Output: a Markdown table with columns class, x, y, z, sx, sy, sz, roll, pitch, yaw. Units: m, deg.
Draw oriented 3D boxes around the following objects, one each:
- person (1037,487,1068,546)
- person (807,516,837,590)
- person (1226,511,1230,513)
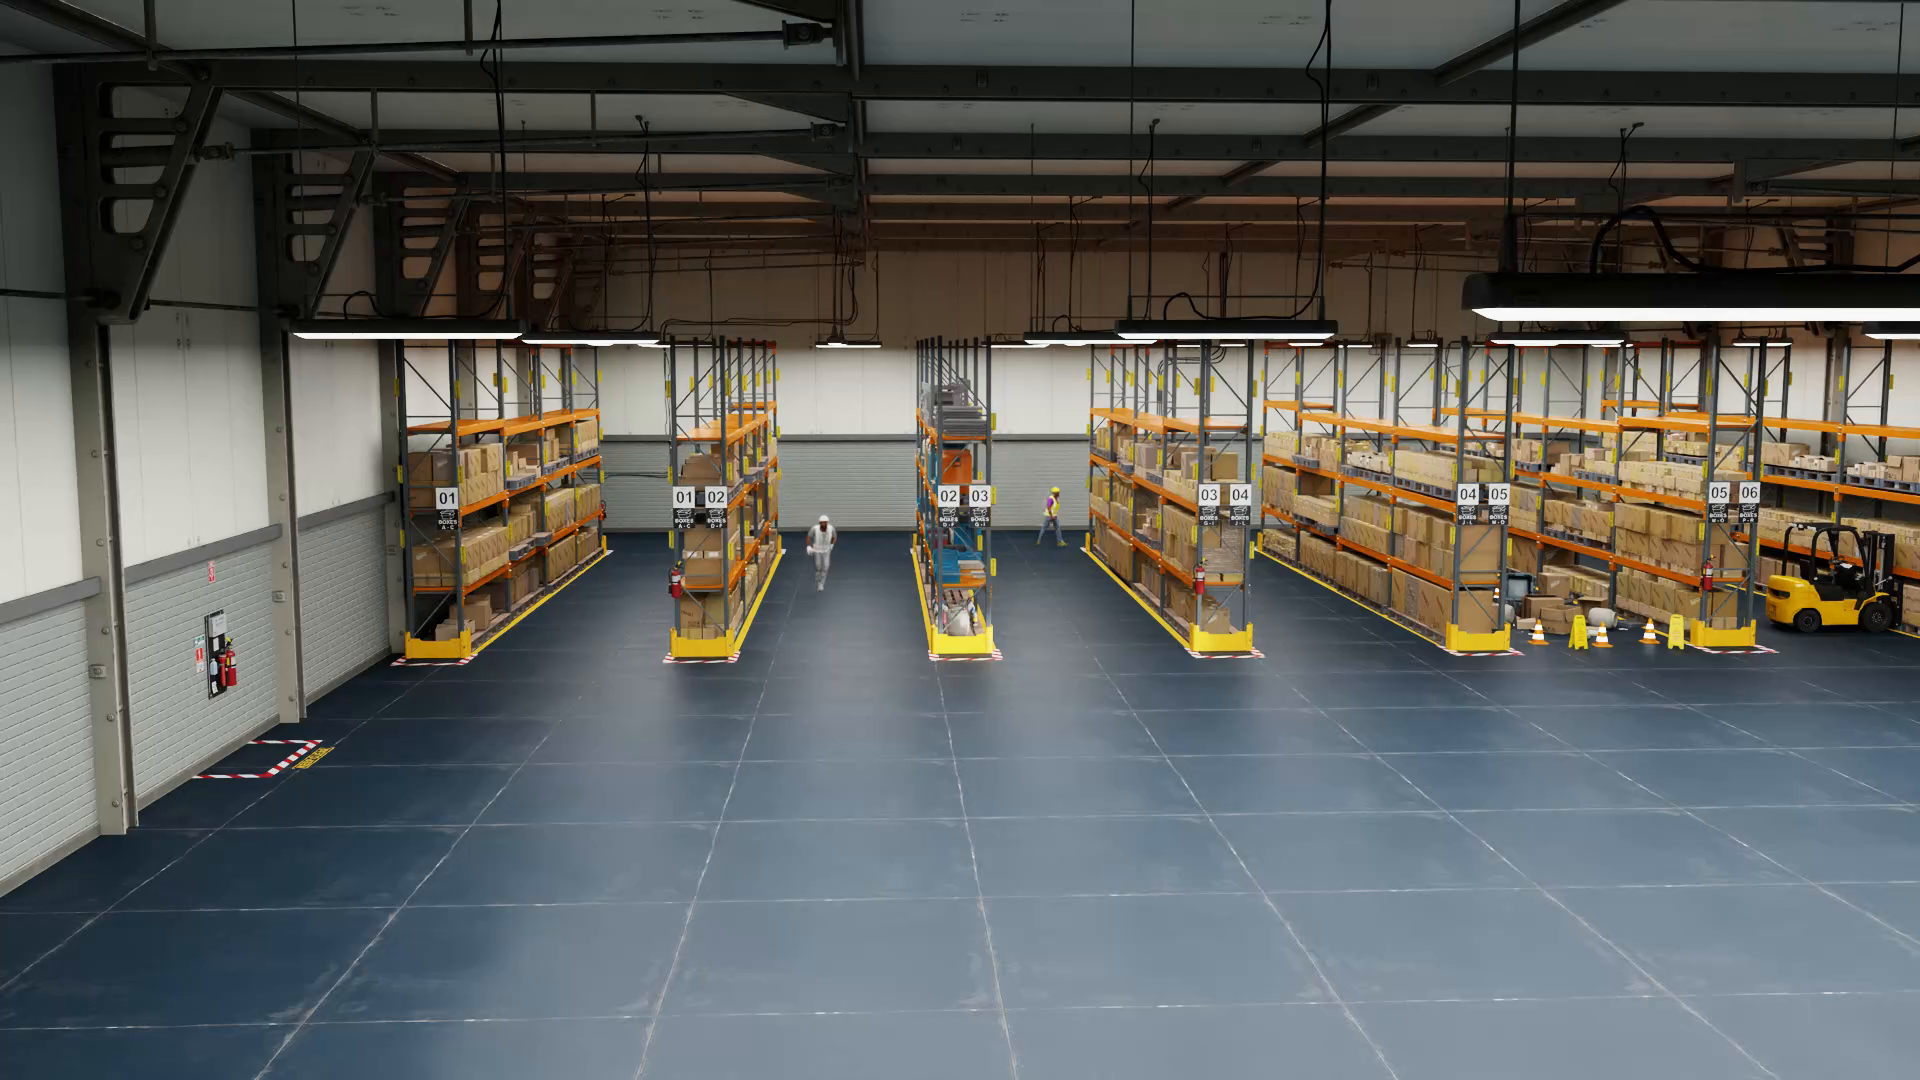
| class | x | y | z | sx | sy | sz | roll | pitch | yaw |
| --- | --- | --- | --- | --- | --- | --- | --- | --- | --- |
| person | 2.721 | -0.697 | 48.948 | 0.898 | 1.716 | 0.686 | 4 | 8 | 34 |
| person | -3.144 | 0.287 | 37.882 | 0.669 | 1.718 | 0.711 | -2 | 7 | -19 |
| person | 7.612 | -0.681 | 48.890 | 0.709 | 1.745 | 0.590 | 3 | 7 | 24 |
